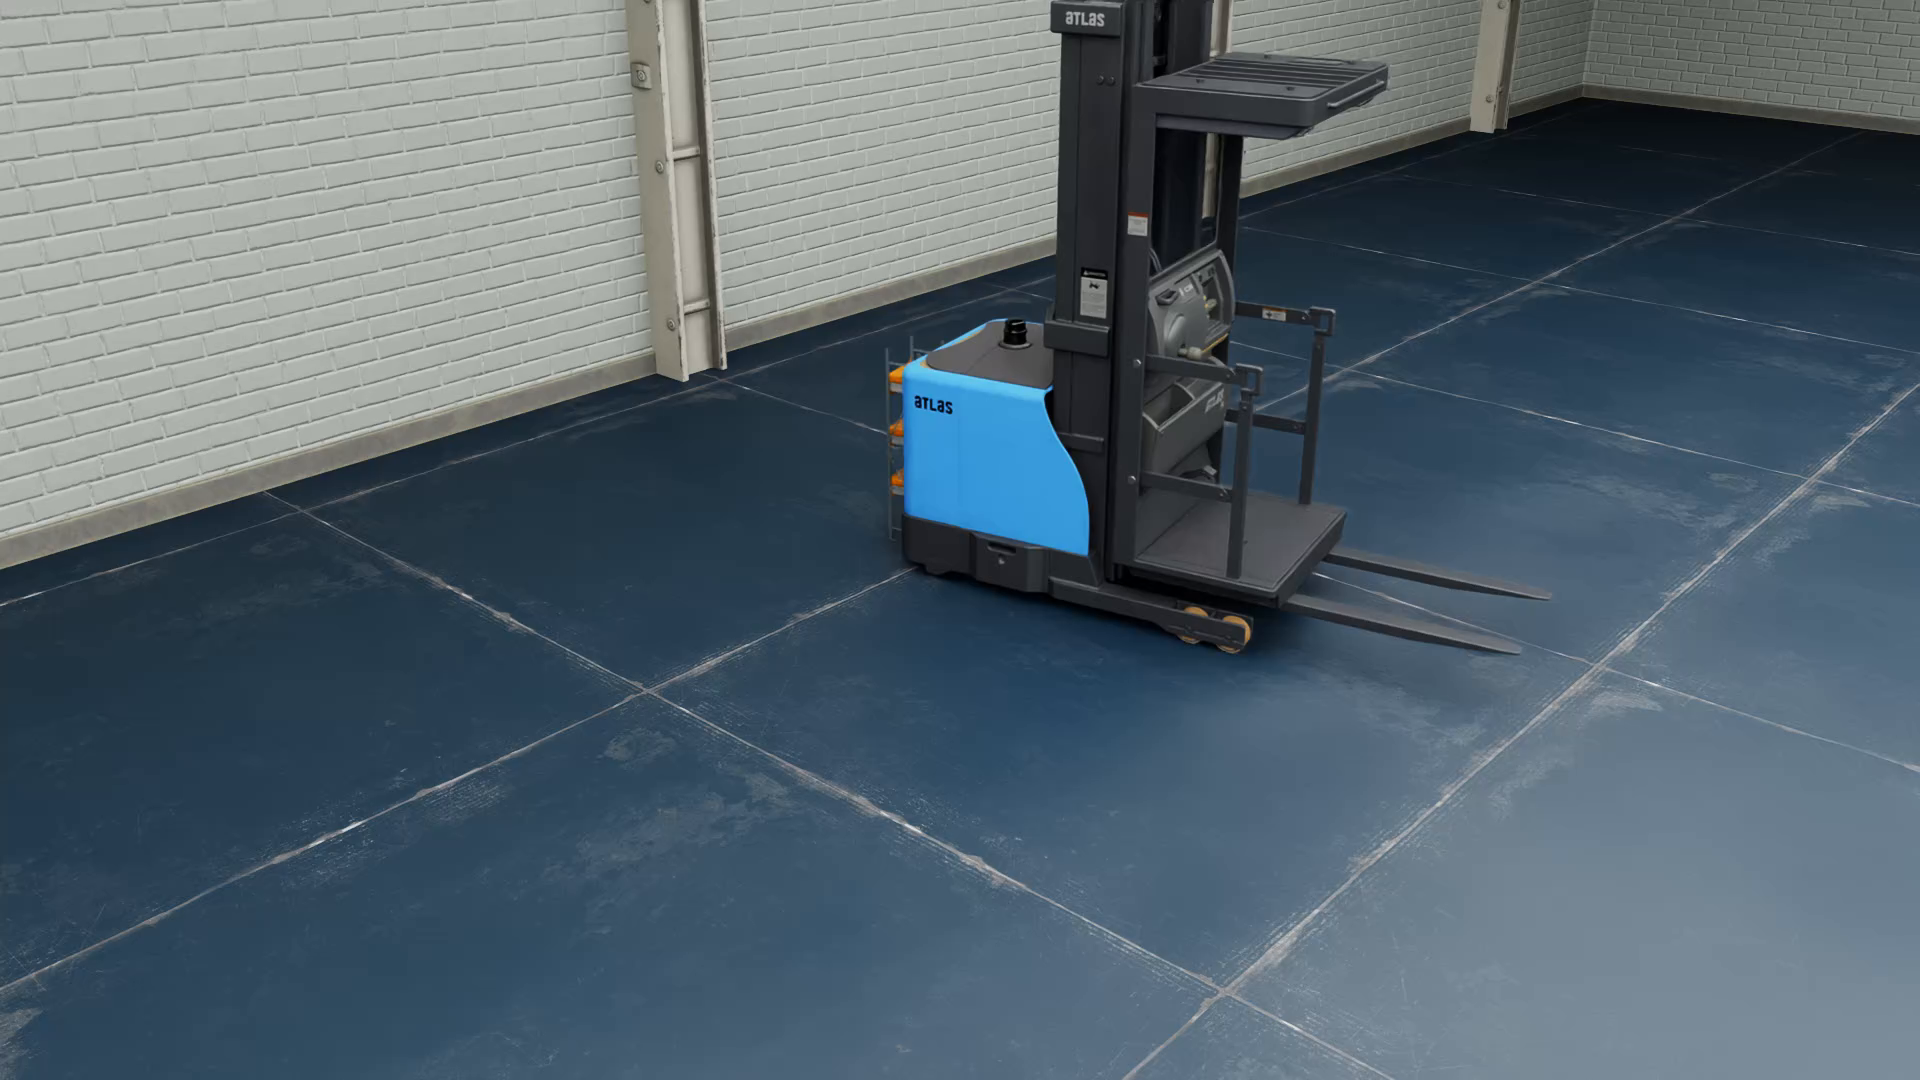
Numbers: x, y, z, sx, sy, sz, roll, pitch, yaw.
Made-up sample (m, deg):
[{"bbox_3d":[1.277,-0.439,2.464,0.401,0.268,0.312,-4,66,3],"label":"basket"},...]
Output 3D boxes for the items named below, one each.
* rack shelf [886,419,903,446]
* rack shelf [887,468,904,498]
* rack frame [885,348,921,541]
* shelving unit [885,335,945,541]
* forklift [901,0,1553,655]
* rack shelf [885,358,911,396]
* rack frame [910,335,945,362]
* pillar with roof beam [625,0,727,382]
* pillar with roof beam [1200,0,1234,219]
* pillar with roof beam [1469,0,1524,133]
[{"bbox_3d":[-0.226,-0.497,8.600,0.215,0.259,0.240,13,27,26],"label":"rack shelf"},{"bbox_3d":[-0.226,-0.243,8.714,0.215,0.259,0.240,13,27,26],"label":"rack shelf"},{"bbox_3d":[-0.285,-0.462,8.498,0.200,1.050,0.008,13,27,26],"label":"rack frame"},{"bbox_3d":[-0.226,-0.506,8.596,0.215,1.050,0.252,13,27,26],"label":"shelving unit"},{"bbox_3d":[1.244,-1.069,7.553,3.031,2.935,1.130,13,27,27],"label":"forklift"},{"bbox_3d":[-0.226,-0.755,8.484,0.215,0.259,0.240,13,27,26],"label":"rack shelf"},{"bbox_3d":[-0.168,-0.550,8.694,0.200,1.050,0.008,13,27,26],"label":"rack frame"},{"bbox_3d":[1.372,-4.089,6.871,9.100,9.000,0.400,20,31,38],"label":"pillar with roof beam"},{"bbox_3d":[5.377,-5.917,10.948,9.100,9.000,0.400,20,31,38],"label":"pillar with roof beam"},{"bbox_3d":[9.381,-7.745,15.025,9.100,9.000,0.400,20,31,38],"label":"pillar with roof beam"}]
